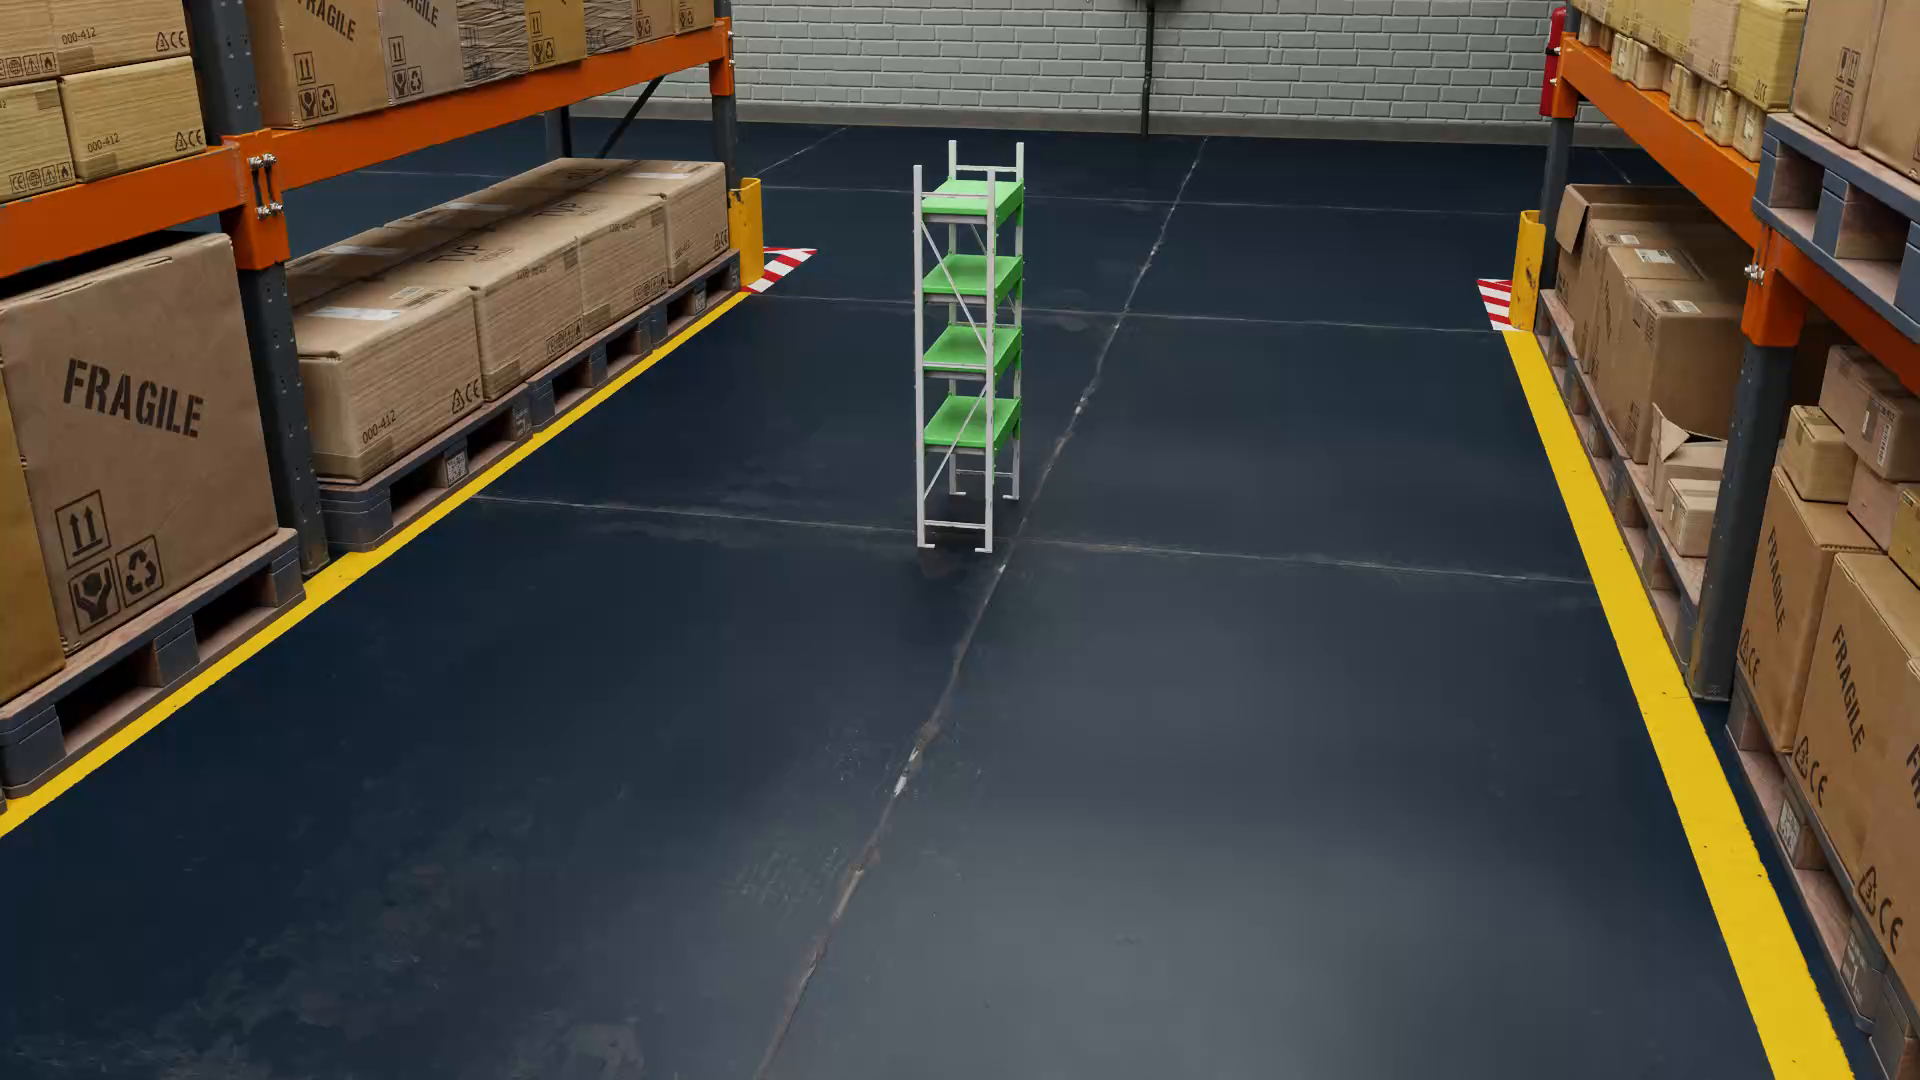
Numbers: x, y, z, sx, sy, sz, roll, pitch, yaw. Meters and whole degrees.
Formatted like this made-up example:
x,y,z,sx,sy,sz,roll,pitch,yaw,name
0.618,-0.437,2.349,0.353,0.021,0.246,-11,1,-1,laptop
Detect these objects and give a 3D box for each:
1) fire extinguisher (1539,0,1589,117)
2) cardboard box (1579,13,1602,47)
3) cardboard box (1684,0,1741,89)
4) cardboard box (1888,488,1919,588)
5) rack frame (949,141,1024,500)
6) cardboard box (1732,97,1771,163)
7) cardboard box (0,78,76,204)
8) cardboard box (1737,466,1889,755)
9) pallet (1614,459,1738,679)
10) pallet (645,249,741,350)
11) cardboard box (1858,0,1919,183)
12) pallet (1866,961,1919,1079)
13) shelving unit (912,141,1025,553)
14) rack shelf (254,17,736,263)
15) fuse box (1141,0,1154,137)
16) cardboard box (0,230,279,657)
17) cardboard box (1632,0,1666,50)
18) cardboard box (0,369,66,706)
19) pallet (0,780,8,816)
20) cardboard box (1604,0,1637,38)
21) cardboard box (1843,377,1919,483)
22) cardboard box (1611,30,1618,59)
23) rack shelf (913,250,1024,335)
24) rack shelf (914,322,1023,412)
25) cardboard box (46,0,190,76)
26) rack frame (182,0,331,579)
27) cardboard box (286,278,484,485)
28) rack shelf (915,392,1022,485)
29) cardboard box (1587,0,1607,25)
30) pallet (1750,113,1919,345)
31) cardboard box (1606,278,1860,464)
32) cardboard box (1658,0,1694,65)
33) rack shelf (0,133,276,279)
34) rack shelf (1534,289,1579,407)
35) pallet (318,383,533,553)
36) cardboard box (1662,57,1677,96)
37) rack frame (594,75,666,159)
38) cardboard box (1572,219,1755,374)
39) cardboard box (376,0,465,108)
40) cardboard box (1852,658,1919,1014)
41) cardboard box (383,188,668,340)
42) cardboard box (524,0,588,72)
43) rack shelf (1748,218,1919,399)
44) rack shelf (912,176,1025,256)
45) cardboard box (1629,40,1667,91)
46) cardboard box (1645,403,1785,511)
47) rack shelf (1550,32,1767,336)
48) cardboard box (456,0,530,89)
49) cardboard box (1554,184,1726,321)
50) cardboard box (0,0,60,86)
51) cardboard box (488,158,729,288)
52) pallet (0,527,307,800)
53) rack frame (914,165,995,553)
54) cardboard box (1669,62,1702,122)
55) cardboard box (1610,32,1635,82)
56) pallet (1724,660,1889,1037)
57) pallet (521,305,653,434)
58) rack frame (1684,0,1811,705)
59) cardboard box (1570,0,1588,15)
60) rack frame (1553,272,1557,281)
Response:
x,y,z,sx,sy,sz,roll,pitch,yaw,name
2.796,-2.299,7.650,0.296,0.674,0.183,4,22,11,fire extinguisher
2.883,-2.203,7.145,0.380,0.149,0.250,4,22,11,cardboard box
2.355,-1.414,4.652,0.500,0.250,0.500,5,22,11,cardboard box
2.047,0.020,3.203,0.380,0.149,0.250,3,22,8,cardboard box
0.084,-0.706,5.501,0.240,1.200,0.015,4,22,11,rack frame
2.252,-1.072,4.338,0.380,0.149,0.250,5,22,12,cardboard box
-2.407,-0.894,3.760,0.500,0.250,0.500,4,22,10,cardboard box
2.083,0.168,3.705,0.500,0.500,0.500,5,23,13,cardboard box
2.543,0.086,4.857,1.003,0.211,1.213,4,22,11,pallet
-1.728,-1.204,8.061,1.003,0.211,1.213,4,22,11,pallet
1.979,-0.848,2.748,0.700,0.500,0.500,5,22,12,cardboard box
2.027,1.085,2.377,1.003,0.211,1.213,4,22,11,pallet
0.034,-0.617,5.280,0.258,1.200,0.503,4,22,11,shelving unit
-2.050,-1.731,6.599,1.077,0.370,4.000,4,22,11,rack shelf
1.513,-4.049,13.117,0.539,1.711,0.414,4,22,11,fuse box
-2.506,-0.310,4.389,0.875,0.875,0.875,5,23,13,cardboard box
2.576,-1.783,5.569,0.500,0.250,0.500,4,22,10,cardboard box
-2.683,0.021,3.567,0.875,0.875,0.875,5,22,12,cardboard box
-2.788,0.696,3.344,1.003,0.211,1.213,4,22,11,pallet
2.659,-1.972,6.038,0.500,0.250,0.500,4,22,10,cardboard box
2.063,-0.221,3.404,0.380,0.149,0.250,3,22,8,cardboard box
2.745,-1.920,6.443,0.380,0.149,0.250,5,23,13,cardboard box
0.034,-0.780,5.214,0.258,0.148,0.480,4,22,11,rack shelf
0.034,-0.558,5.304,0.258,0.148,0.480,4,22,11,rack shelf
-2.310,-1.316,4.137,0.500,0.250,0.500,4,22,11,cardboard box
-2.458,-1.333,4.649,1.000,3.000,0.127,4,22,11,rack frame
-2.224,-0.561,5.599,0.875,0.438,0.875,4,22,10,cardboard box
0.034,-0.335,5.393,0.258,0.148,0.480,4,22,11,rack shelf
2.760,-2.158,6.499,0.500,0.250,0.500,5,22,11,cardboard box
2.132,-0.583,3.044,1.003,0.211,1.213,4,22,11,pallet
2.577,-0.549,5.485,0.700,0.500,0.500,4,22,9,cardboard box
2.470,-1.595,5.102,0.500,0.250,0.500,4,22,11,cardboard box
-2.866,-0.268,2.967,1.077,0.370,4.000,4,22,11,rack shelf
-12.557,-1.232,4.665,30.696,2.800,11.642,4,22,11,rack shelf
-2.226,-0.312,5.846,1.003,0.211,1.213,4,22,11,pallet
2.552,-1.539,5.495,0.380,0.149,0.250,4,22,11,cardboard box
-1.638,-2.796,8.281,0.949,2.616,0.053,4,22,11,rack frame
2.788,-0.928,6.427,0.700,0.500,0.500,5,23,13,cardboard box
-1.999,-1.715,5.463,0.500,0.500,0.500,5,22,11,cardboard box
1.878,0.546,2.767,0.500,0.500,0.500,4,22,9,cardboard box
-1.857,-1.218,7.230,0.875,0.438,0.875,5,22,12,cardboard box
-1.786,-2.085,6.381,0.500,0.500,0.500,5,22,13,cardboard box
1.994,0.109,2.031,1.077,0.370,4.000,4,22,11,rack shelf
0.034,-1.003,5.124,0.258,0.148,0.480,4,22,11,rack shelf
2.538,-1.638,5.742,0.380,0.149,0.250,5,22,12,cardboard box
2.301,-0.240,5.031,0.396,0.266,0.258,5,23,13,cardboard box
2.810,-1.354,5.663,1.077,0.370,4.000,4,22,11,rack shelf
-1.891,-1.896,5.913,0.500,0.500,0.500,5,22,11,cardboard box
3.001,-1.239,7.195,0.797,0.503,0.637,4,22,9,cardboard box
-2.404,-1.132,3.682,0.500,0.250,0.500,5,22,12,cardboard box
-1.678,-1.553,8.063,0.875,0.438,0.875,4,22,9,cardboard box
-2.541,0.248,4.455,1.003,0.211,1.213,4,22,11,pallet
-0.016,-0.528,5.058,0.240,1.200,0.015,4,22,11,rack frame
2.386,-1.359,5.048,0.380,0.149,0.250,4,22,10,cardboard box
2.571,-1.736,5.985,0.380,0.149,0.250,4,22,9,cardboard box
2.273,0.638,3.488,1.003,0.211,1.213,4,22,11,pallet
-1.979,-0.759,6.957,1.003,0.211,1.213,4,22,11,pallet
2.402,-0.956,3.713,1.000,3.000,0.127,4,22,11,rack frame
2.862,-2.342,6.956,0.500,0.250,0.500,5,22,11,cardboard box
3.215,-2.419,7.346,0.949,2.616,0.053,4,22,11,rack frame
